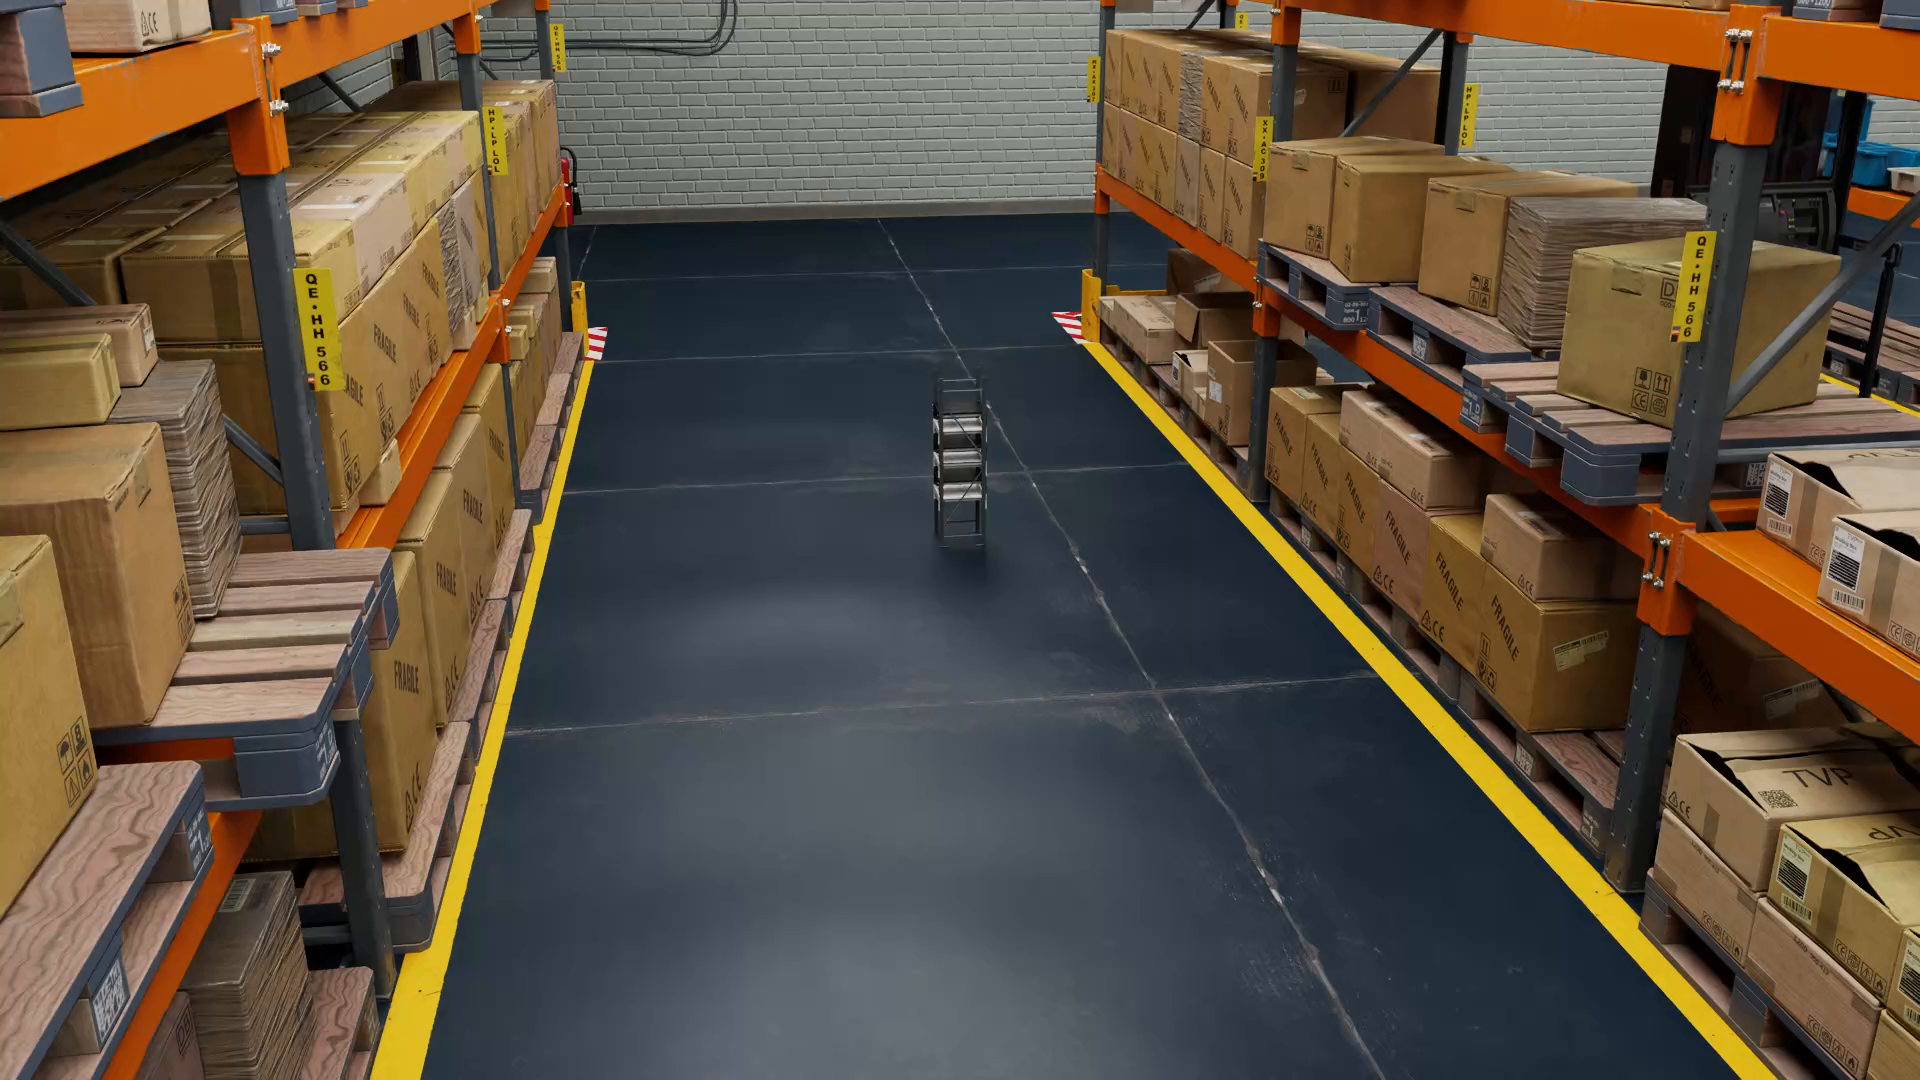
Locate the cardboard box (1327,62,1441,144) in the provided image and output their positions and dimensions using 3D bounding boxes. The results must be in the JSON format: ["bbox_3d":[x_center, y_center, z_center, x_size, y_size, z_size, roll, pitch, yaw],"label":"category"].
[{"bbox_3d":[2.319,-2.342,9.128,0.500,0.500,0.500,-2,21,-6],"label":"cardboard box"}]

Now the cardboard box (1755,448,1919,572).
[{"bbox_3d":[2.694,-0.095,4.810,0.500,0.311,0.500,-2,21,-4],"label":"cardboard box"}]

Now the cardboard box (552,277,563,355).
[{"bbox_3d":[-3.170,-1.572,11.610,0.700,0.500,0.500,-3,21,-8],"label":"cardboard box"}]

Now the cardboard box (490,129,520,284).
[{"bbox_3d":[-2.855,-1.728,8.626,0.980,0.700,0.700,-3,21,-7],"label":"cardboard box"}]

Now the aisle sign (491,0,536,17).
[{"bbox_3d":[-3.083,-4.041,11.534,0.394,0.787,0.004,-3,21,-8],"label":"aisle sign"}]

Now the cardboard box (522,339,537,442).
[{"bbox_3d":[-2.869,-0.862,9.711,0.700,0.500,0.500,-3,21,-8],"label":"cardboard box"}]

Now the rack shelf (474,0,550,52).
[{"bbox_3d":[-3.082,-3.159,9.628,1.077,0.370,4.000,-3,21,-8],"label":"rack shelf"}]

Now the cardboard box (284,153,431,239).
[{"bbox_3d":[-2.261,-1.266,6.150,0.500,0.250,0.500,-3,21,-9],"label":"cardboard box"}]

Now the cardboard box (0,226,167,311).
[{"bbox_3d":[-2.539,-0.704,4.647,0.500,0.250,0.500,-2,21,-6],"label":"cardboard box"}]

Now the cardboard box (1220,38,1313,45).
[{"bbox_3d":[2.021,-3.055,11.038,0.500,0.500,0.500,-2,21,-6],"label":"cardboard box"}]

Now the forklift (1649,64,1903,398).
[{"bbox_3d":[4.668,-1.812,9.378,1.130,2.935,3.031,-4,21,-11],"label":"forklift"}]

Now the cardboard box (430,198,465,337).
[{"bbox_3d":[-2.330,-1.096,6.768,0.500,0.500,0.500,-3,21,-8],"label":"cardboard box"}]

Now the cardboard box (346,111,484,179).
[{"bbox_3d":[-2.473,-1.797,7.571,0.500,0.250,0.500,-2,21,-6],"label":"cardboard box"}]

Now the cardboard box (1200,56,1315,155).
[{"bbox_3d":[1.702,-2.504,9.562,0.500,0.500,0.500,-3,21,-9],"label":"cardboard box"}]

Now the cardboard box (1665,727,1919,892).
[{"bbox_3d":[2.470,0.760,4.922,0.500,0.311,0.500,-2,21,-6],"label":"cardboard box"}]

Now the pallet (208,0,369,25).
[{"bbox_3d":[-2.362,-1.551,4.563,1.213,0.211,1.003,-2,21,-5],"label":"pallet"}]

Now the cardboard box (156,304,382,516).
[{"bbox_3d":[-2.033,-0.390,4.877,0.500,0.500,0.500,-2,21,-6],"label":"cardboard box"}]

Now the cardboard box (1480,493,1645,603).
[{"bbox_3d":[2.305,0.018,6.254,0.500,0.250,0.500,-2,21,-6],"label":"cardboard box"}]

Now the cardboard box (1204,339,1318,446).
[{"bbox_3d":[1.745,-0.868,9.696,0.500,0.500,0.500,-3,21,-8],"label":"cardboard box"}]

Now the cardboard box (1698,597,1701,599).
[{"bbox_3d":[2.821,0.347,6.443,0.500,0.500,0.500,-4,21,-10],"label":"cardboard box"}]

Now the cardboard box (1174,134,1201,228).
[{"bbox_3d":[1.630,-2.213,10.211,0.500,0.500,0.500,-2,21,-7],"label":"cardboard box"}]

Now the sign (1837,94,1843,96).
[{"bbox_3d":[6.976,-3.393,13.280,0.100,0.325,0.005,-3,21,-8],"label":"sign"}]

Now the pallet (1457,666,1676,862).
[{"bbox_3d":[2.615,0.781,6.323,1.003,0.211,1.213,-3,21,-8],"label":"pallet"}]

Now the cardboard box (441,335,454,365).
[{"bbox_3d":[-2.346,-0.833,6.989,0.380,0.149,0.250,-3,21,-8],"label":"cardboard box"}]

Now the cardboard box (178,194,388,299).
[{"bbox_3d":[-2.105,-0.917,5.215,0.500,0.250,0.500,-3,21,-9],"label":"cardboard box"}]

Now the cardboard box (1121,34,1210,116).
[{"bbox_3d":[1.417,-3.202,11.431,0.500,0.500,0.500,-3,21,-7],"label":"cardboard box"}]

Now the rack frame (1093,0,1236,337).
[{"bbox_3d":[1.531,-3.035,12.554,1.000,3.000,0.127,-3,21,-8],"label":"rack frame"}]

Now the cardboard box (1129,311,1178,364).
[{"bbox_3d":[1.473,-1.404,11.489,0.500,0.250,0.500,-3,21,-8],"label":"cardboard box"}]

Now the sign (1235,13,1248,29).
[{"bbox_3d":[2.084,-3.746,12.352,0.100,0.325,0.005,-3,21,-8],"label":"sign"}]

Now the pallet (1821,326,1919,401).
[{"bbox_3d":[6.687,-1.268,11.809,1.003,0.211,1.213,-3,21,-8],"label":"pallet"}]

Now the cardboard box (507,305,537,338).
[{"bbox_3d":[-2.744,-1.301,9.957,0.380,0.149,0.250,-4,21,-9],"label":"cardboard box"}]

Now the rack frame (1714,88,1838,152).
[{"bbox_3d":[6.434,-3.283,13.219,1.000,3.000,0.127,-3,21,-8],"label":"rack frame"}]

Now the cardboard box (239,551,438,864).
[{"bbox_3d":[-2.193,0.536,5.467,0.750,0.750,0.750,-3,21,-8],"label":"cardboard box"}]

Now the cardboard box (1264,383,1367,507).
[{"bbox_3d":[1.937,-0.505,8.725,0.500,0.500,0.500,-4,21,-10],"label":"cardboard box"}]

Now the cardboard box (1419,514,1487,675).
[{"bbox_3d":[2.243,0.209,6.813,0.500,0.500,0.500,-4,21,-10],"label":"cardboard box"}]

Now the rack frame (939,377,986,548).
[{"bbox_3d":[0.013,-0.389,8.472,0.240,0.900,0.006,-3,21,-8],"label":"rack frame"}]

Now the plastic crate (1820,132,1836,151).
[{"bbox_3d":[6.238,-2.903,12.354,0.416,0.233,0.300,-3,21,-8],"label":"plastic crate"}]

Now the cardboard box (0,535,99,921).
[{"bbox_3d":[-1.937,0.326,2.785,0.700,0.500,0.500,-3,21,-8],"label":"cardboard box"}]

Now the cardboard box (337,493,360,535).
[{"bbox_3d":[-2.063,-0.119,5.077,0.380,0.149,0.250,-3,21,-7],"label":"cardboard box"}]

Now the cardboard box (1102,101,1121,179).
[{"bbox_3d":[1.335,-2.914,12.089,0.500,0.500,0.500,-2,21,-7],"label":"cardboard box"}]

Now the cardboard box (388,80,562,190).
[{"bbox_3d":[-3.286,-2.748,11.358,0.980,0.700,0.700,-2,21,-5],"label":"cardboard box"}]

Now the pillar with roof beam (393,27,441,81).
[{"bbox_3d":[-0.355,-6.702,13.799,9.100,9.000,0.400,-3,21,-8],"label":"pillar with roof beam"}]

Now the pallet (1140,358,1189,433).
[{"bbox_3d":[1.831,-1.004,11.104,1.003,0.211,1.213,-3,21,-8],"label":"pallet"}]

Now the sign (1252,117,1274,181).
[{"bbox_3d":[1.572,-2.025,8.614,0.100,0.325,0.005,-3,21,-8],"label":"sign"}]

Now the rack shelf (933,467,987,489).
[{"bbox_3d":[-0.001,-0.309,8.609,0.258,0.077,0.200,-3,21,-8],"label":"rack shelf"}]

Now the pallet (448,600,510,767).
[{"bbox_3d":[-2.428,0.594,6.823,1.003,0.211,1.213,-3,21,-8],"label":"pallet"}]

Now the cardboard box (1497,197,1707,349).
[{"bbox_3d":[2.540,-1.047,6.489,0.700,0.500,0.500,1,20,2],"label":"cardboard box"}]

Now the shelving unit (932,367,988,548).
[{"bbox_3d":[-0.001,-0.424,8.566,0.258,0.900,0.210,-3,21,-8],"label":"shelving unit"}]

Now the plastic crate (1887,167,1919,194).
[{"bbox_3d":[6.462,-2.391,11.121,0.293,0.136,0.466,-3,21,-8],"label":"plastic crate"}]

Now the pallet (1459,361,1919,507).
[{"bbox_3d":[2.518,-0.406,5.790,1.213,0.211,1.003,-3,21,-8],"label":"pallet"}]

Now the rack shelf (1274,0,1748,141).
[{"bbox_3d":[2.396,-2.025,6.593,1.077,0.370,4.000,-3,21,-8],"label":"rack shelf"}]

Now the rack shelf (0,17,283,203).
[{"bbox_3d":[-1.928,-0.389,2.212,1.077,0.370,4.000,-3,21,-8],"label":"rack shelf"}]
